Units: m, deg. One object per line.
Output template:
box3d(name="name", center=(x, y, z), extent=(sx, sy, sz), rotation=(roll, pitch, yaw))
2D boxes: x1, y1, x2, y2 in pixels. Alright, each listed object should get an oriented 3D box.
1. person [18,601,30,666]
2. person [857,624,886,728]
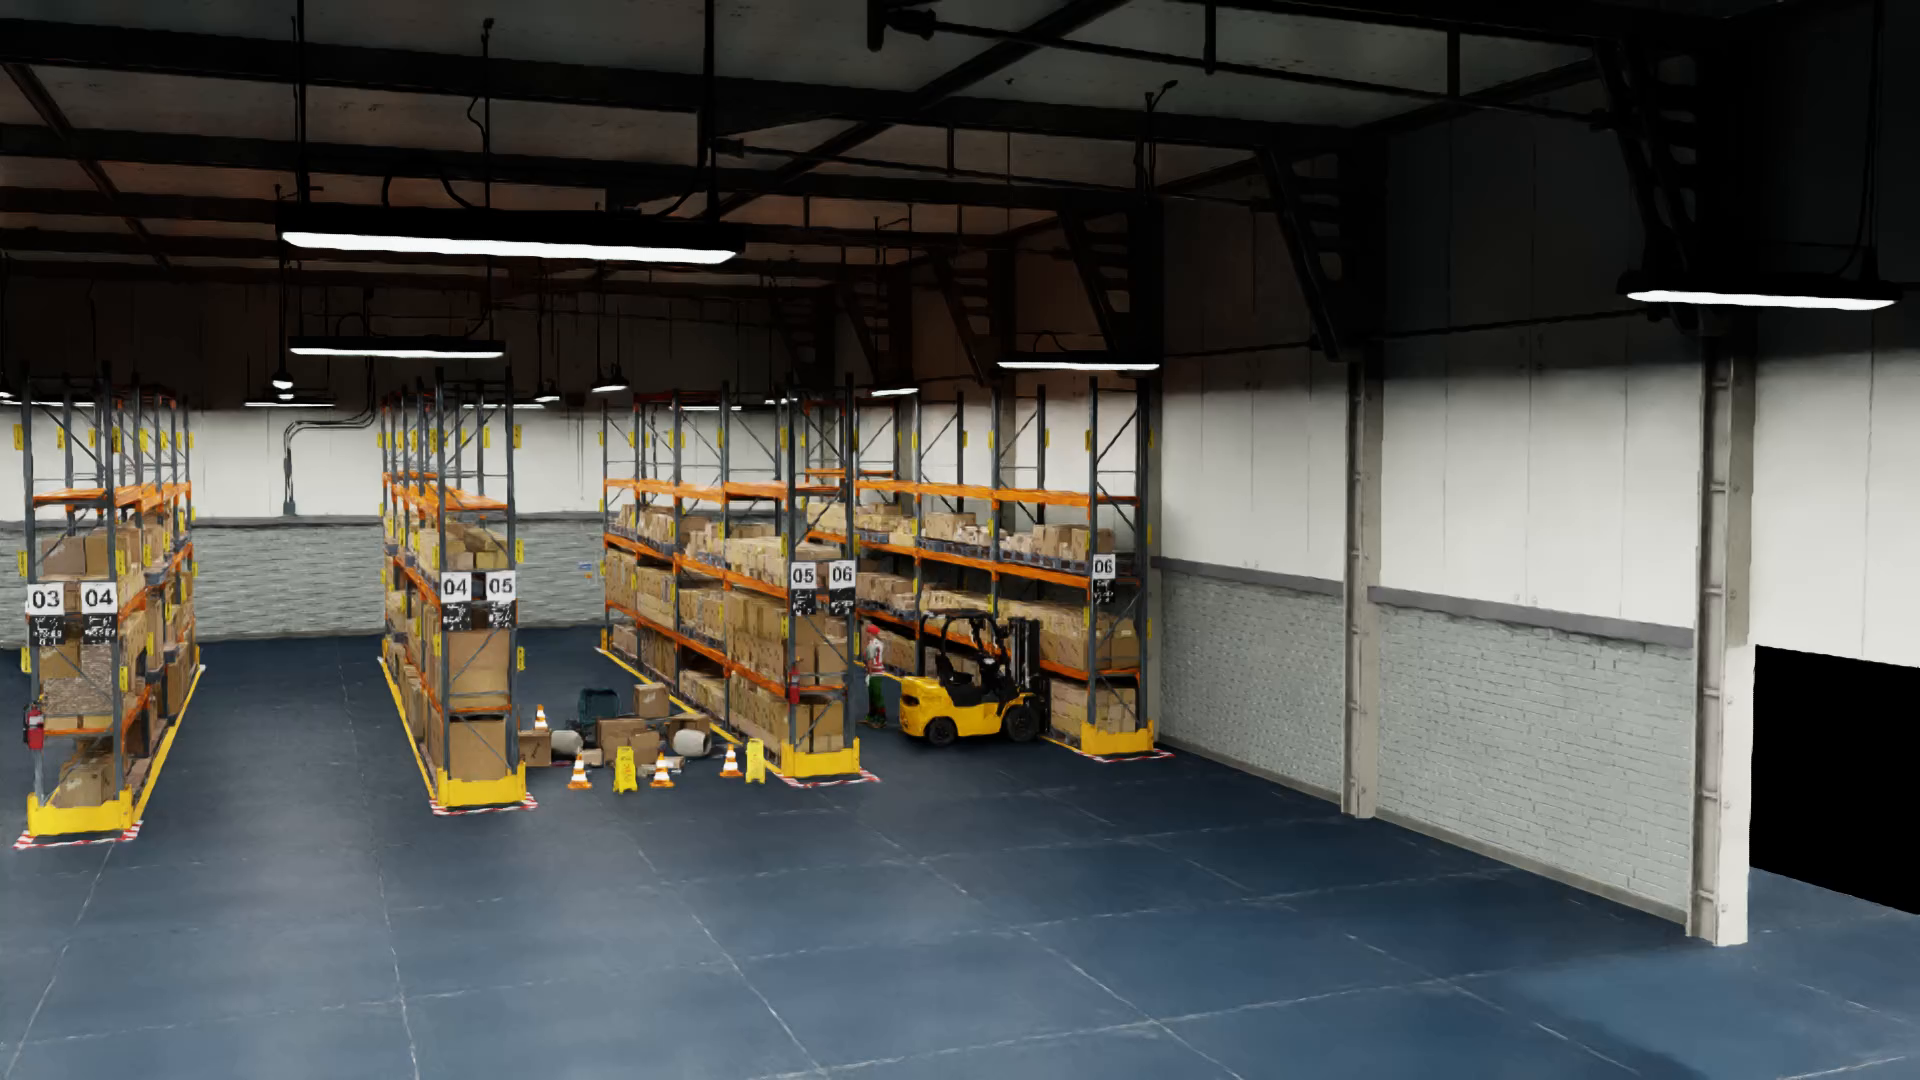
box3d(name="person", center=(-20.529, 1.907, 36.861), extent=(0.465, 1.767, 0.708), rotation=(1, 4, 16))
box3d(name="person", center=(-1.538, 2.352, 28.957), extent=(0.577, 1.785, 0.655), rotation=(1, 3, 9))
